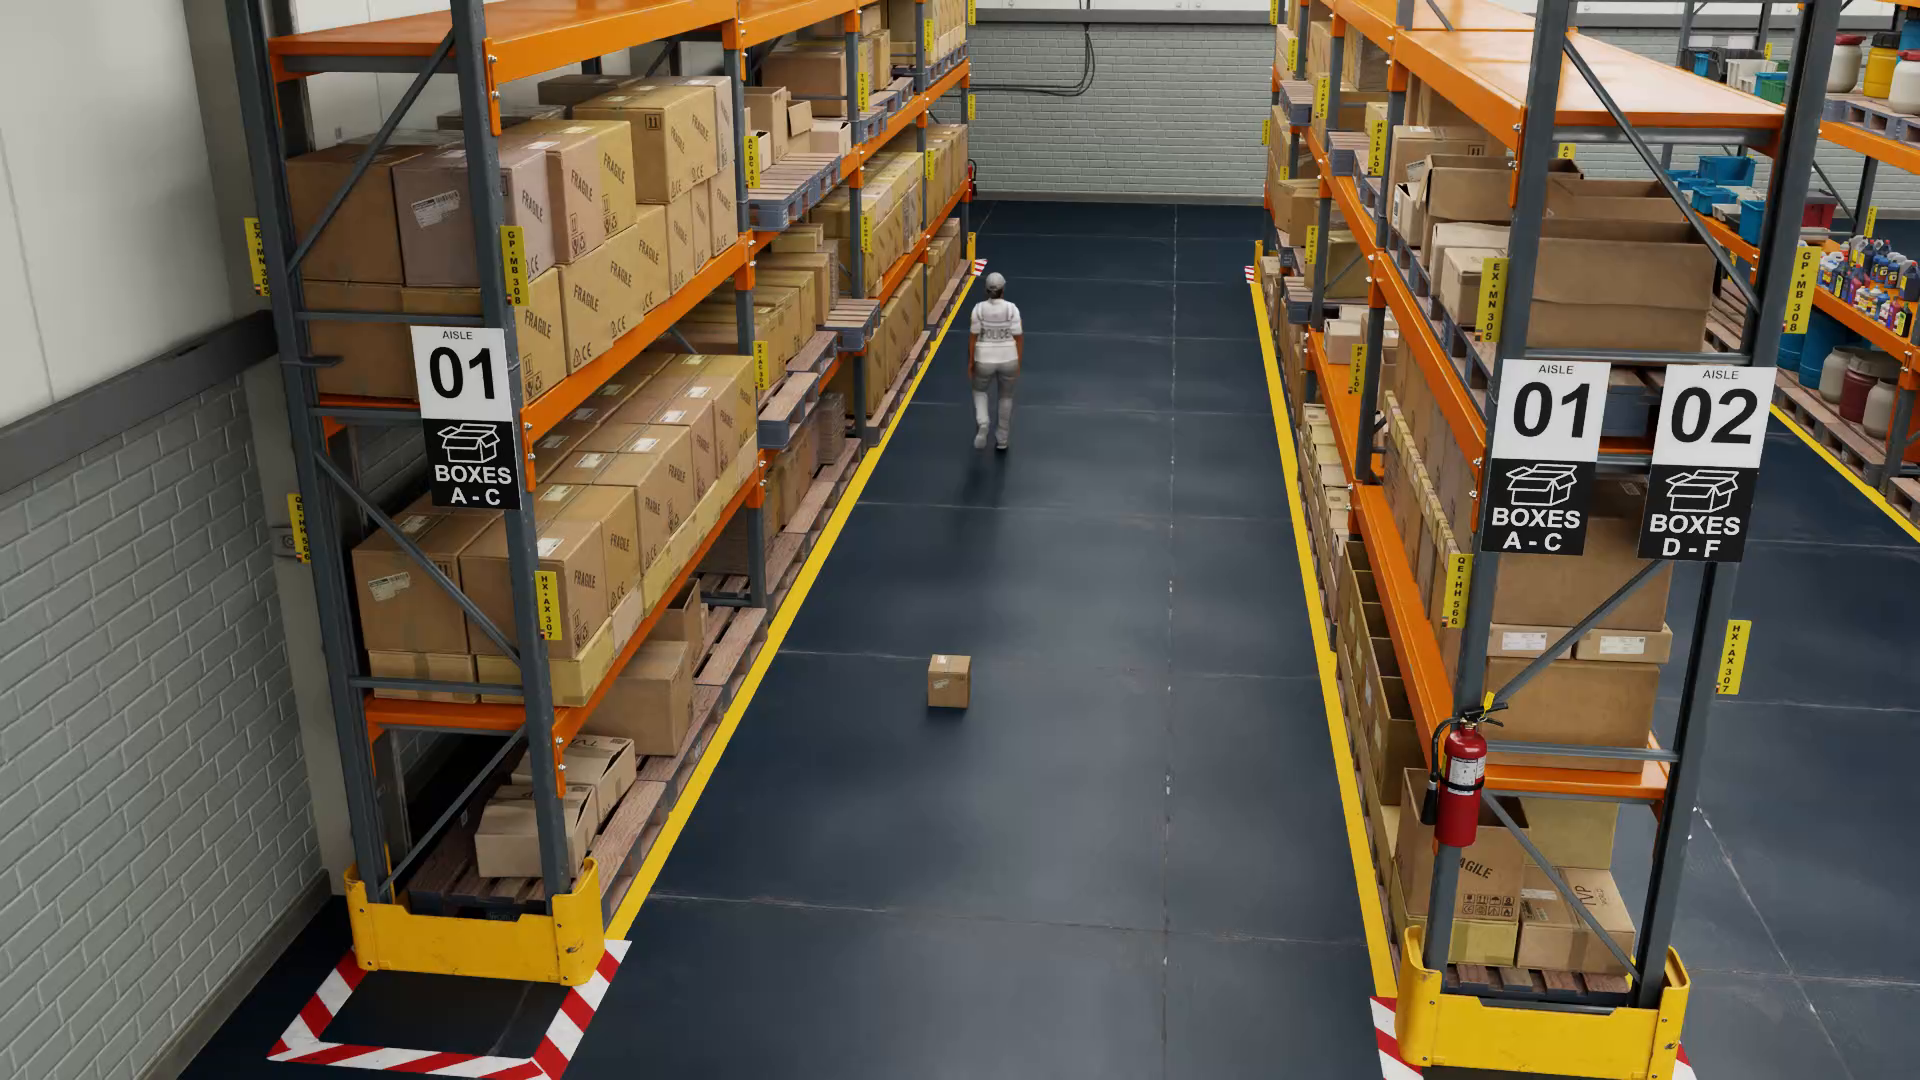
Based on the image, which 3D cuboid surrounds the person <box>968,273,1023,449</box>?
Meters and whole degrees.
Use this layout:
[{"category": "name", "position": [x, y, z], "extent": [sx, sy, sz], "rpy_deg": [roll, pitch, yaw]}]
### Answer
[{"category": "person", "position": [0.324, -1.634, 15.208], "extent": [0.506, 1.655, 0.466], "rpy_deg": [1, 21, 3]}]
